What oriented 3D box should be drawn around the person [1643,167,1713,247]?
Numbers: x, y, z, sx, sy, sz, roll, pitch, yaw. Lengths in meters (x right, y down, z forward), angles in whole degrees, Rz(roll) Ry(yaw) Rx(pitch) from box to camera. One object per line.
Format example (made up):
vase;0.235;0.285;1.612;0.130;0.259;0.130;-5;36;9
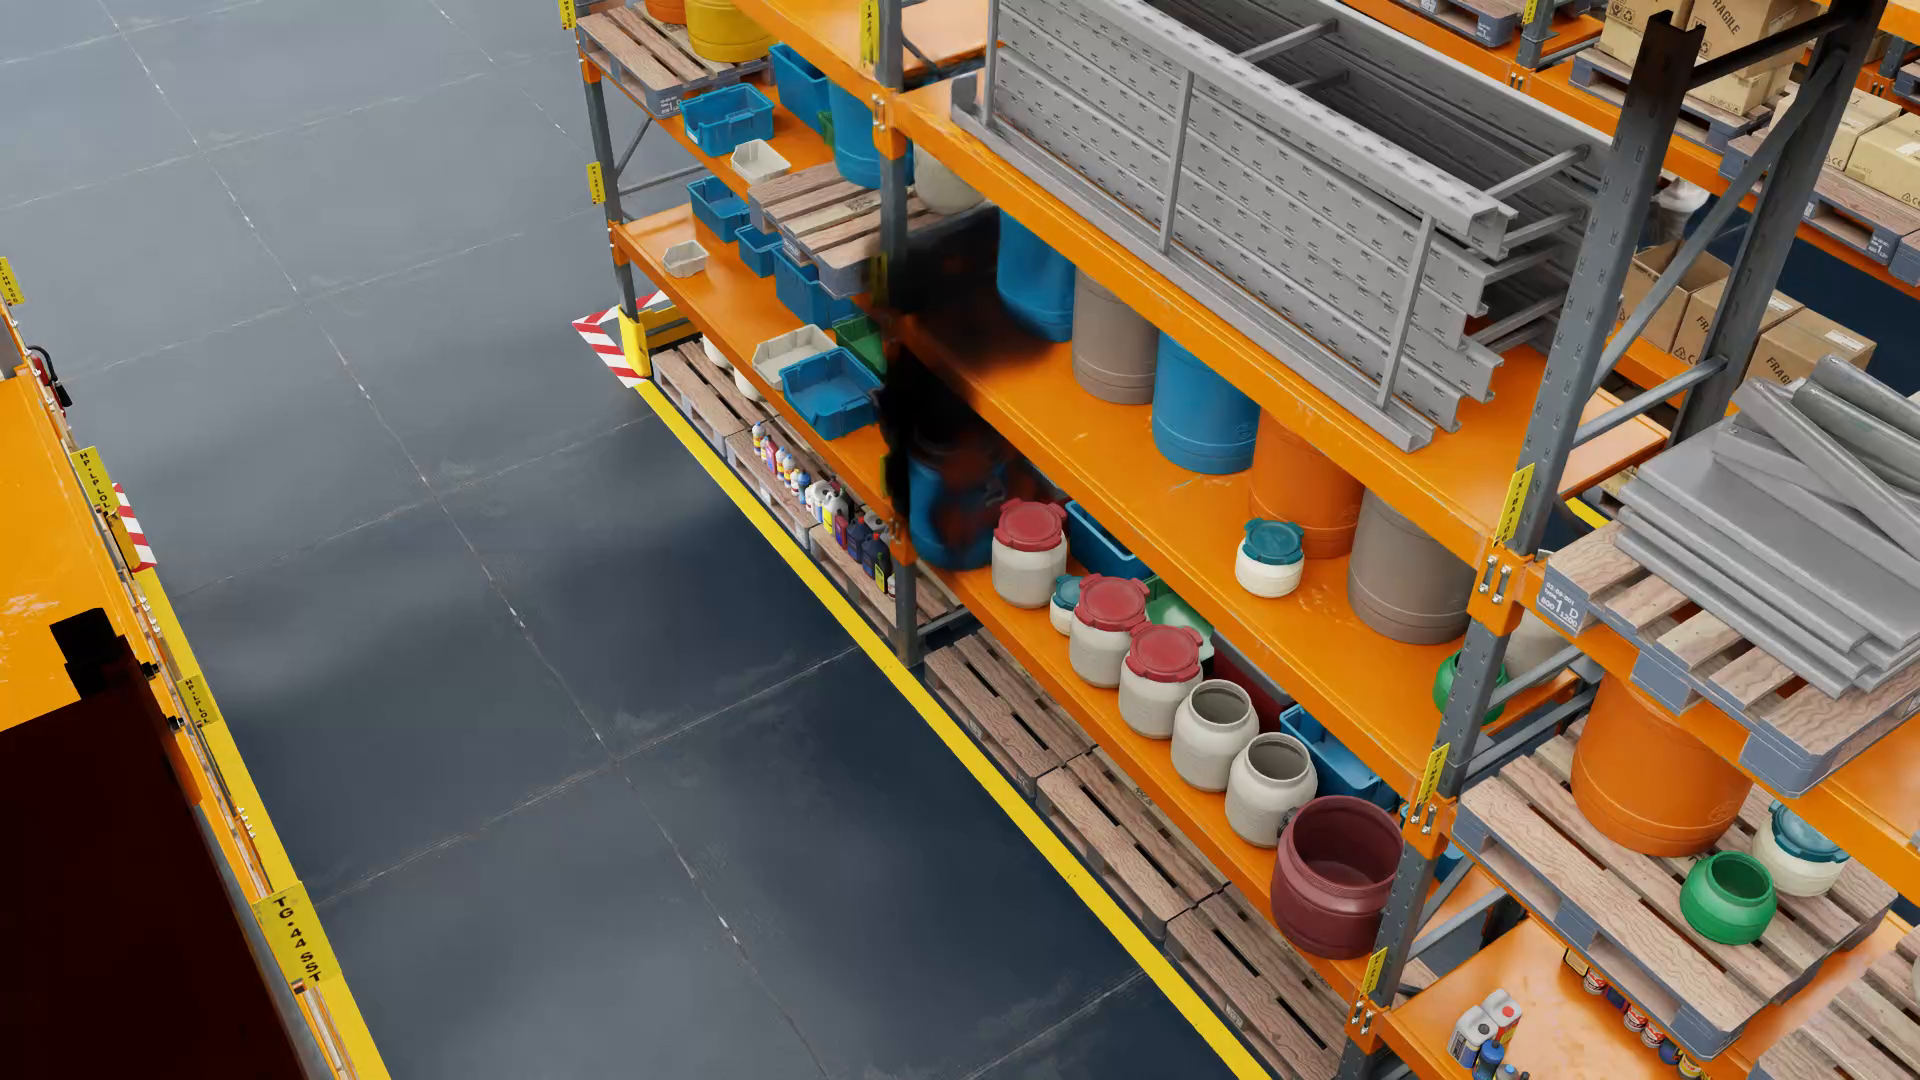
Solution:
person;5.835;-2.752;13.460;0.677;1.738;0.767;-31;51;-29
